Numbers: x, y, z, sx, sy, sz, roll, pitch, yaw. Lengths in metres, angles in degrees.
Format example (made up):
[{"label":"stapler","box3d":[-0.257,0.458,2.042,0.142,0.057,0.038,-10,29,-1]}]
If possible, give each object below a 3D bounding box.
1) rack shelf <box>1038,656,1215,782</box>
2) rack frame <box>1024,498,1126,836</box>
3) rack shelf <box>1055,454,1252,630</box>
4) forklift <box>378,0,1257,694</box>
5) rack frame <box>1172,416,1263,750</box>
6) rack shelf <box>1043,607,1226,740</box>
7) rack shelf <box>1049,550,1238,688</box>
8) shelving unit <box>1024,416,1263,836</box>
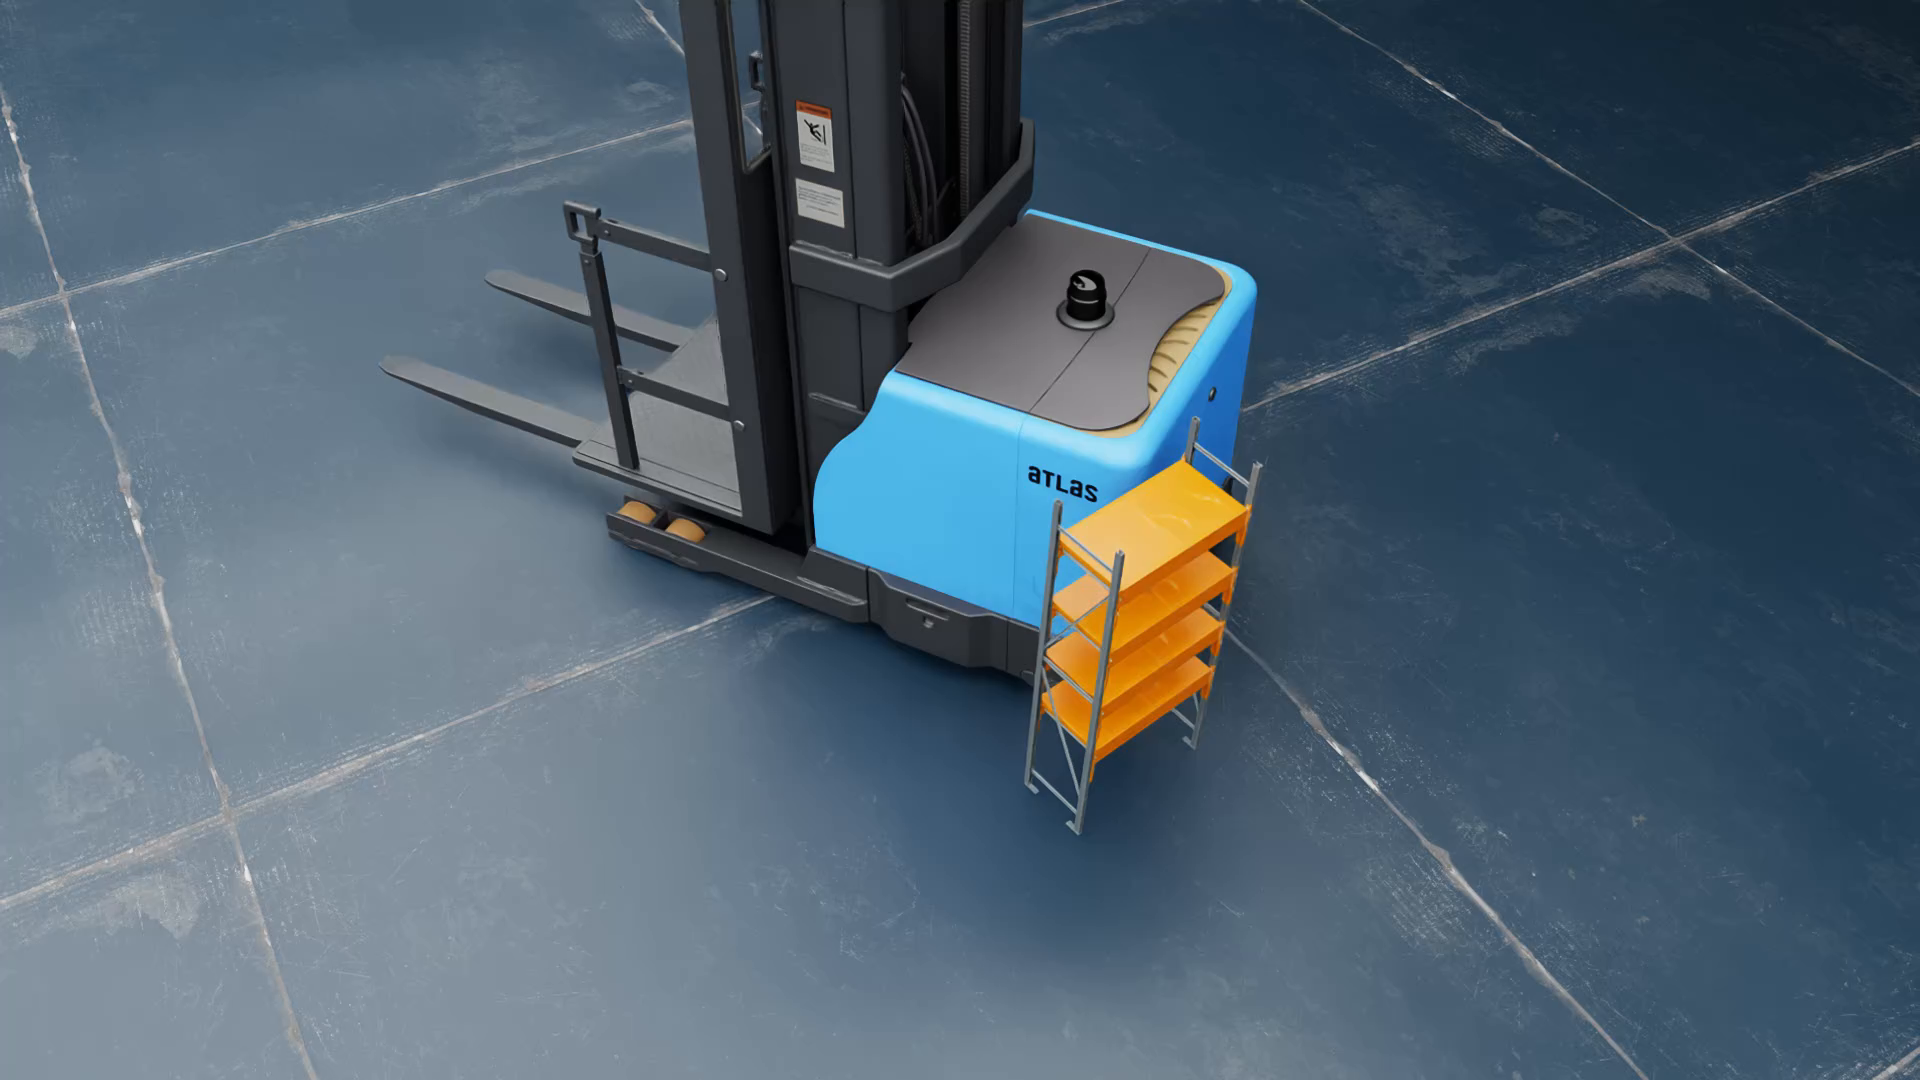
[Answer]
[{"label":"rack shelf","box3d":[0.471,0.453,4.794,0.480,0.148,0.258,-31,55,-28]},{"label":"rack frame","box3d":[0.294,0.380,4.488,0.015,1.200,0.240,-31,55,-28]},{"label":"rack shelf","box3d":[0.494,-0.001,4.316,0.480,0.148,0.258,-31,55,-28]},{"label":"forklift","box3d":[-0.632,-1.267,4.951,3.031,2.935,1.130,19,47,19]},{"label":"rack frame","box3d":[0.666,0.159,4.714,0.015,1.200,0.240,-31,55,-28]},{"label":"rack shelf","box3d":[0.478,0.316,4.650,0.480,0.148,0.258,-31,55,-28]},{"label":"rack shelf","box3d":[0.486,0.162,4.488,0.480,0.148,0.258,-31,55,-28]},{"label":"shelving unit","box3d":[0.480,0.270,4.601,0.503,1.200,0.258,-31,55,-28]}]
